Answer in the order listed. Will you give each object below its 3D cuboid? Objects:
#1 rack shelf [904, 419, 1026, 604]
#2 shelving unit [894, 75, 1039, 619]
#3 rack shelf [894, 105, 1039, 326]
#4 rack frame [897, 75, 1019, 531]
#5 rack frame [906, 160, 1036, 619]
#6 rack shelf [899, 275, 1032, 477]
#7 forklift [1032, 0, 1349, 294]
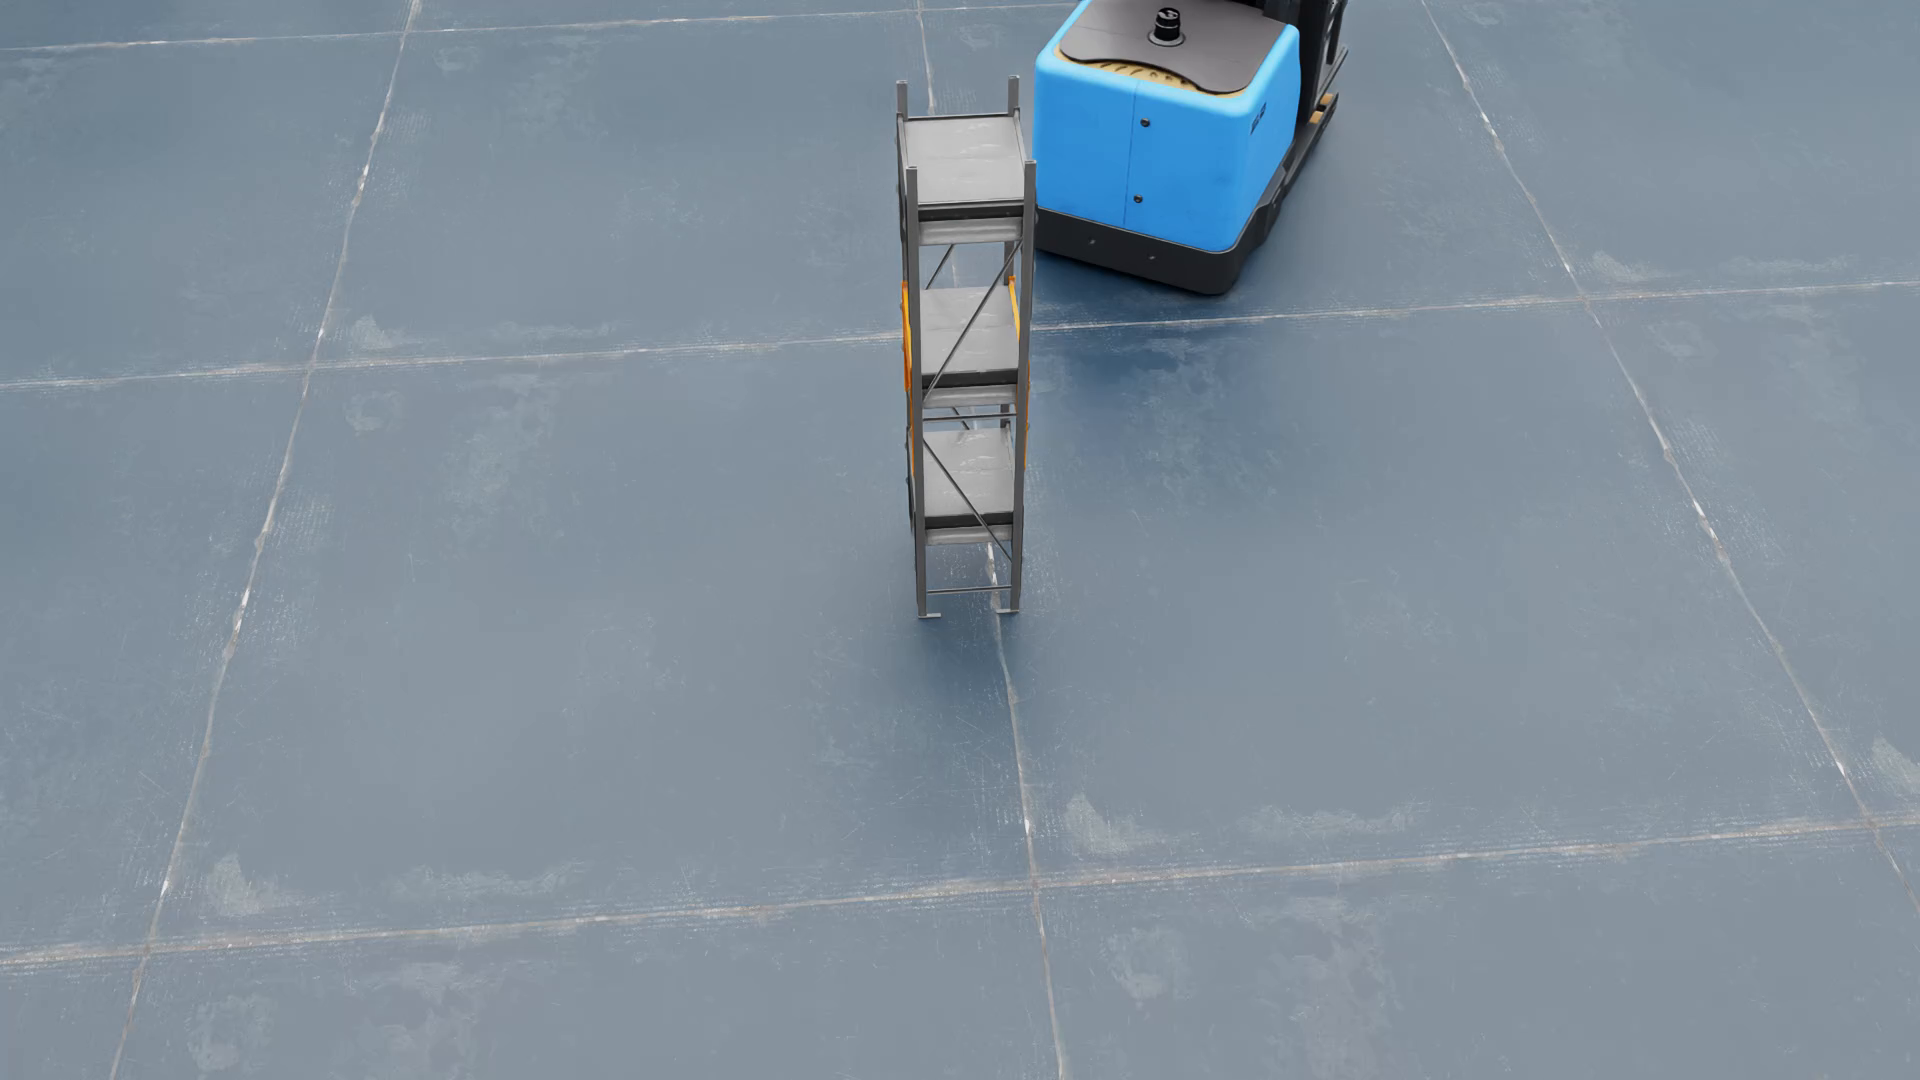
[{"bbox_3d":[0.014,-0.112,6.529,0.431,0.518,0.480,-3,47,-3],"label":"rack shelf"},{"bbox_3d":[0.014,-0.602,6.011,0.431,2.100,0.503,-3,47,-3],"label":"shelving unit"},{"bbox_3d":[0.014,-1.074,5.512,0.431,0.518,0.480,-3,47,-3],"label":"rack shelf"},{"bbox_3d":[-0.007,-0.779,6.178,0.400,2.100,0.015,-3,47,-3],"label":"rack frame"},{"bbox_3d":[0.034,-0.426,5.844,0.400,2.100,0.015,-3,47,-3],"label":"rack frame"},{"bbox_3d":[0.014,-0.593,6.021,0.431,0.518,0.480,-3,47,-3],"label":"rack shelf"},{"bbox_3d":[1.395,-3.257,7.952,1.130,2.935,3.031,18,49,17],"label":"forklift"}]
